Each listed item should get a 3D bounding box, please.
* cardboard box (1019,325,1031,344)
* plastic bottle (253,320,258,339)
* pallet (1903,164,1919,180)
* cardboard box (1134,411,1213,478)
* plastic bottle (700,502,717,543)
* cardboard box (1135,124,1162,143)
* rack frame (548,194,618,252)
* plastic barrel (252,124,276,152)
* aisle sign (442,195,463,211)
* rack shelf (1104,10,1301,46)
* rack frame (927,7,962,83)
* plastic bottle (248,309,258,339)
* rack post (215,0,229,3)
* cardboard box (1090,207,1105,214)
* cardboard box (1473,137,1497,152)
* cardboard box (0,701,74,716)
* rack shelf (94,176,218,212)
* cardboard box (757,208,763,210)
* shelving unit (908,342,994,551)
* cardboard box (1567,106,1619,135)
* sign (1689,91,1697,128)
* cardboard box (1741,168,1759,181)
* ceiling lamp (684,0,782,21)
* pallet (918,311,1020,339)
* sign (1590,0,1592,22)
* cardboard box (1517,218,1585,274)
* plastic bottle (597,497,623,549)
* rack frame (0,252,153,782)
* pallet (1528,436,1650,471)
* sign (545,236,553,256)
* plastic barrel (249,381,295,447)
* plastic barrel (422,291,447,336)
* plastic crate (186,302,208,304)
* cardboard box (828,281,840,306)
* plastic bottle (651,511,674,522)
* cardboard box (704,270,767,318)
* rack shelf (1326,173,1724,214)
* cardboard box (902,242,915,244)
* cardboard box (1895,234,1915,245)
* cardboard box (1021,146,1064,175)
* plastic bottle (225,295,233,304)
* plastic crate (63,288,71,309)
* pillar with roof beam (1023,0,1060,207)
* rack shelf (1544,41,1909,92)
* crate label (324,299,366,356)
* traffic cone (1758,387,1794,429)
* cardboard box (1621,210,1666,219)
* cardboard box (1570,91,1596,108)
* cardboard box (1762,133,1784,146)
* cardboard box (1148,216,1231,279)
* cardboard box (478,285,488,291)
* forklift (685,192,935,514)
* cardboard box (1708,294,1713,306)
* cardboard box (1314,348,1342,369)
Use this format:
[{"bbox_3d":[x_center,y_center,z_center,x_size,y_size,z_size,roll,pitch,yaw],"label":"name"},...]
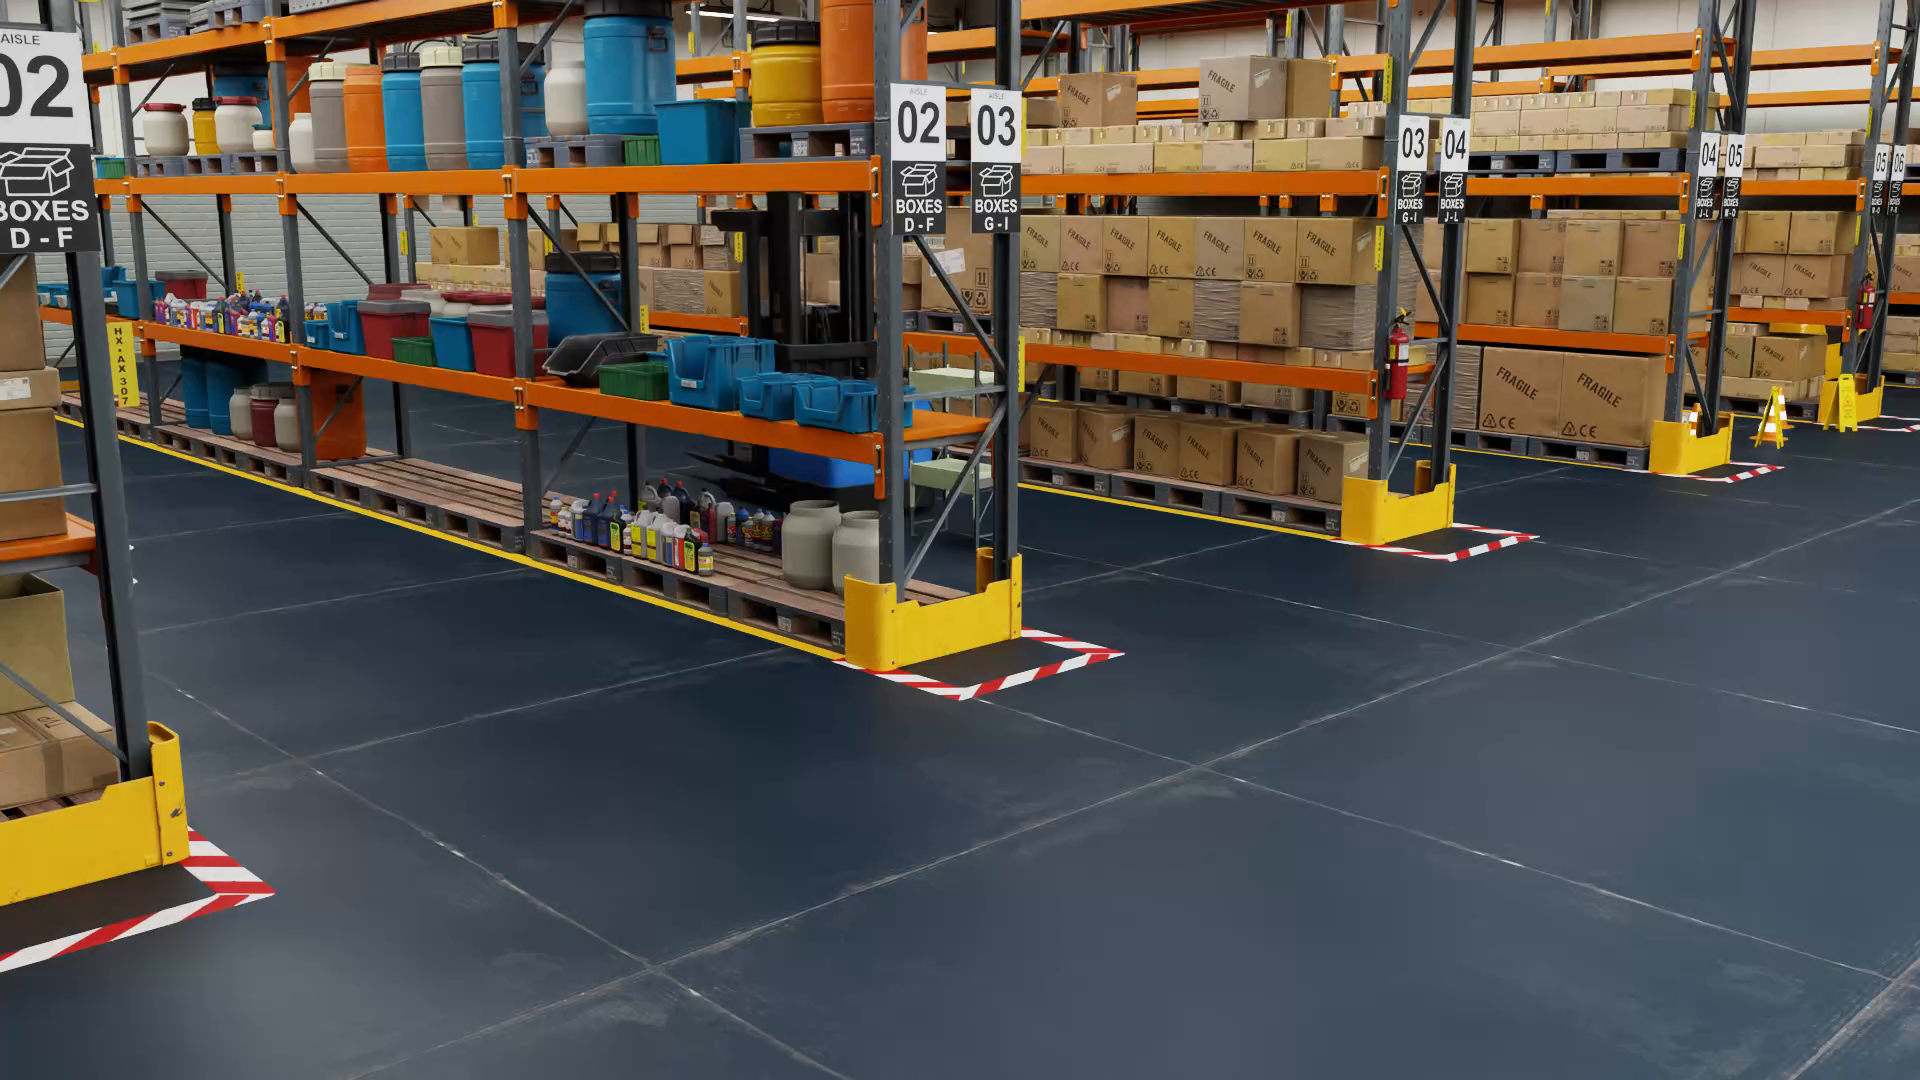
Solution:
[{"bbox_3d":[0.694,-1.905,15.346,0.380,0.149,0.250,-11,16,-43],"label":"cardboard box"},{"bbox_3d":[-6.597,-1.993,15.643,0.097,0.201,0.097,0,12,0],"label":"plastic bottle"},{"bbox_3d":[13.811,-5.123,23.131,1.003,0.211,1.213,-11,16,-43],"label":"pallet"},{"bbox_3d":[1.897,-0.856,14.789,0.500,0.500,0.500,10,15,40],"label":"cardboard box"},{"bbox_3d":[-1.778,-0.128,11.740,0.061,0.283,0.133,-11,16,-43],"label":"plastic bottle"},{"bbox_3d":[1.692,-3.417,14.012,0.380,0.149,0.250,-11,16,-44],"label":"cardboard box"},{"bbox_3d":[-4.762,-3.269,21.344,1.000,3.000,0.127,-11,16,-43],"label":"rack frame"},{"bbox_3d":[-6.428,-3.738,15.489,0.301,0.262,0.301,0,12,0],"label":"plastic barrel"},{"bbox_3d":[-7.357,-5.178,24.169,0.394,0.787,0.004,-11,16,-43],"label":"aisle sign"},{"bbox_3d":[4.612,-9.848,31.955,1.077,0.370,4.000,-11,16,-43],"label":"rack shelf"},{"bbox_3d":[-0.356,-8.172,30.275,1.000,3.000,0.127,-11,16,-43],"label":"rack frame"},{"bbox_3d":[-6.664,-2.041,15.704,0.097,0.271,0.097,0,12,0],"label":"plastic bottle"},{"bbox_3d":[-6.111,-4.996,15.048,0.954,0.300,0.937,-11,16,-43],"label":"rack post"},{"bbox_3d":[2.376,-5.588,28.269,0.380,0.149,0.250,-11,16,-43],"label":"cardboard box"},{"bbox_3d":[5.476,-4.056,17.065,0.380,0.149,0.250,-11,16,-42],"label":"cardboard box"},{"bbox_3d":[-4.199,0.822,7.263,0.500,0.250,0.500,-11,16,-43],"label":"cardboard box"},{"bbox_3d":[-9.725,-3.987,19.180,1.077,0.370,4.000,-11,16,-43],"label":"rack shelf"},{"bbox_3d":[-3.053,-4.959,26.085,0.500,0.500,0.500,-11,16,-44],"label":"cardboard box"},{"bbox_3d":[0.005,-0.734,12.755,0.431,1.500,0.755,-11,16,-43],"label":"shelving unit"},{"bbox_3d":[6.298,-4.096,16.269,0.500,0.250,0.500,-11,16,-42],"label":"cardboard box"},{"bbox_3d":[6.781,-3.984,15.385,0.100,0.325,0.005,-11,16,-43],"label":"sign"},{"bbox_3d":[9.557,-4.409,20.067,0.380,0.149,0.250,-11,16,-43],"label":"cardboard box"},{"bbox_3d":[-3.964,-11.085,29.947,2.000,3.185,0.800,-11,16,-43],"label":"ceiling lamp"},{"bbox_3d":[0.341,-2.139,16.336,1.003,0.211,1.213,-11,16,-43],"label":"pallet"},{"bbox_3d":[8.336,-6.990,22.026,0.100,0.325,0.005,-11,16,-43],"label":"sign"},{"bbox_3d":[6.219,-3.024,17.107,0.875,0.550,0.550,-11,16,-43],"label":"cardboard box"},{"bbox_3d":[-2.431,-0.126,11.563,0.185,0.351,0.144,11,16,43],"label":"plastic bottle"},{"bbox_3d":[-3.642,-0.138,6.145,1.000,3.000,0.127,-11,16,-43],"label":"rack frame"},{"bbox_3d":[6.574,-0.934,16.921,1.003,0.211,1.213,-11,16,-43],"label":"pallet"},{"bbox_3d":[-5.162,-3.654,20.872,0.100,0.325,0.005,-11,16,-43],"label":"sign"},{"bbox_3d":[-6.711,-1.253,16.496,0.600,0.588,0.708,-11,16,-43],"label":"plastic barrel"},{"bbox_3d":[-4.426,-1.868,14.266,0.421,0.512,0.421,0,12,0],"label":"plastic barrel"},{"bbox_3d":[-8.562,-2.567,18.441,0.396,0.136,0.243,-11,16,-43],"label":"plastic crate"},{"bbox_3d":[-1.008,-2.541,17.140,0.500,0.250,0.500,11,16,44],"label":"cardboard box"},{"bbox_3d":[-2.048,-0.052,11.388,0.152,0.276,0.135,-11,16,-43],"label":"plastic bottle"},{"bbox_3d":[-2.519,-2.771,18.682,0.500,0.500,0.500,-10,15,-41],"label":"cardboard box"},{"bbox_3d":[5.801,-3.603,17.313,1.077,0.370,4.000,-11,16,-43],"label":"rack shelf"},{"bbox_3d":[-0.686,-4.288,24.398,0.380,0.149,0.250,-10,15,-40],"label":"cardboard box"},{"bbox_3d":[13.369,-4.239,23.459,0.380,0.149,0.250,-11,16,-42],"label":"cardboard box"},{"bbox_3d":[0.889,-3.396,14.897,0.500,0.250,0.500,11,16,43],"label":"cardboard box"},{"bbox_3d":[-7.838,-2.505,17.946,0.152,0.276,0.135,-11,16,-43],"label":"plastic bottle"},{"bbox_3d":[-10.264,-2.836,19.508,0.416,0.233,0.300,-11,16,-43],"label":"plastic crate"},{"bbox_3d":[-1.093,-8.783,33.243,9.100,9.000,0.548,-11,16,-43],"label":"pillar with roof beam"},{"bbox_3d":[9.312,-5.775,20.430,1.077,0.370,4.000,-11,16,-43],"label":"rack shelf"},{"bbox_3d":[-5.091,-1.829,14.270,0.502,0.435,0.616,-11,16,-43],"label":"crate label"},{"bbox_3d":[9.463,-1.539,19.234,0.336,0.463,0.334,-11,16,-43],"label":"traffic cone"},{"bbox_3d":[8.742,-3.917,21.030,0.700,0.500,0.500,-11,16,-44],"label":"cardboard box"},{"bbox_3d":[6.176,-4.299,16.267,0.380,0.149,0.250,-11,16,-42],"label":"cardboard box"},{"bbox_3d":[9.768,-4.765,19.820,0.380,0.149,0.250,-11,16,-42],"label":"cardboard box"},{"bbox_3d":[1.935,-2.467,13.991,0.500,0.500,0.500,-11,16,-43],"label":"cardboard box"},{"bbox_3d":[-6.272,-3.369,22.455,0.380,0.149,0.250,-11,16,-42],"label":"cardboard box"},{"bbox_3d":[-1.480,-1.851,14.634,1.130,2.935,3.031,-8,14,-35],"label":"forklift"},{"bbox_3d":[9.346,-2.977,20.550,0.380,0.149,0.250,-11,16,-43],"label":"cardboard box"},{"bbox_3d":[3.007,-1.444,13.108,0.380,0.149,0.250,-11,16,-43],"label":"cardboard box"}]
